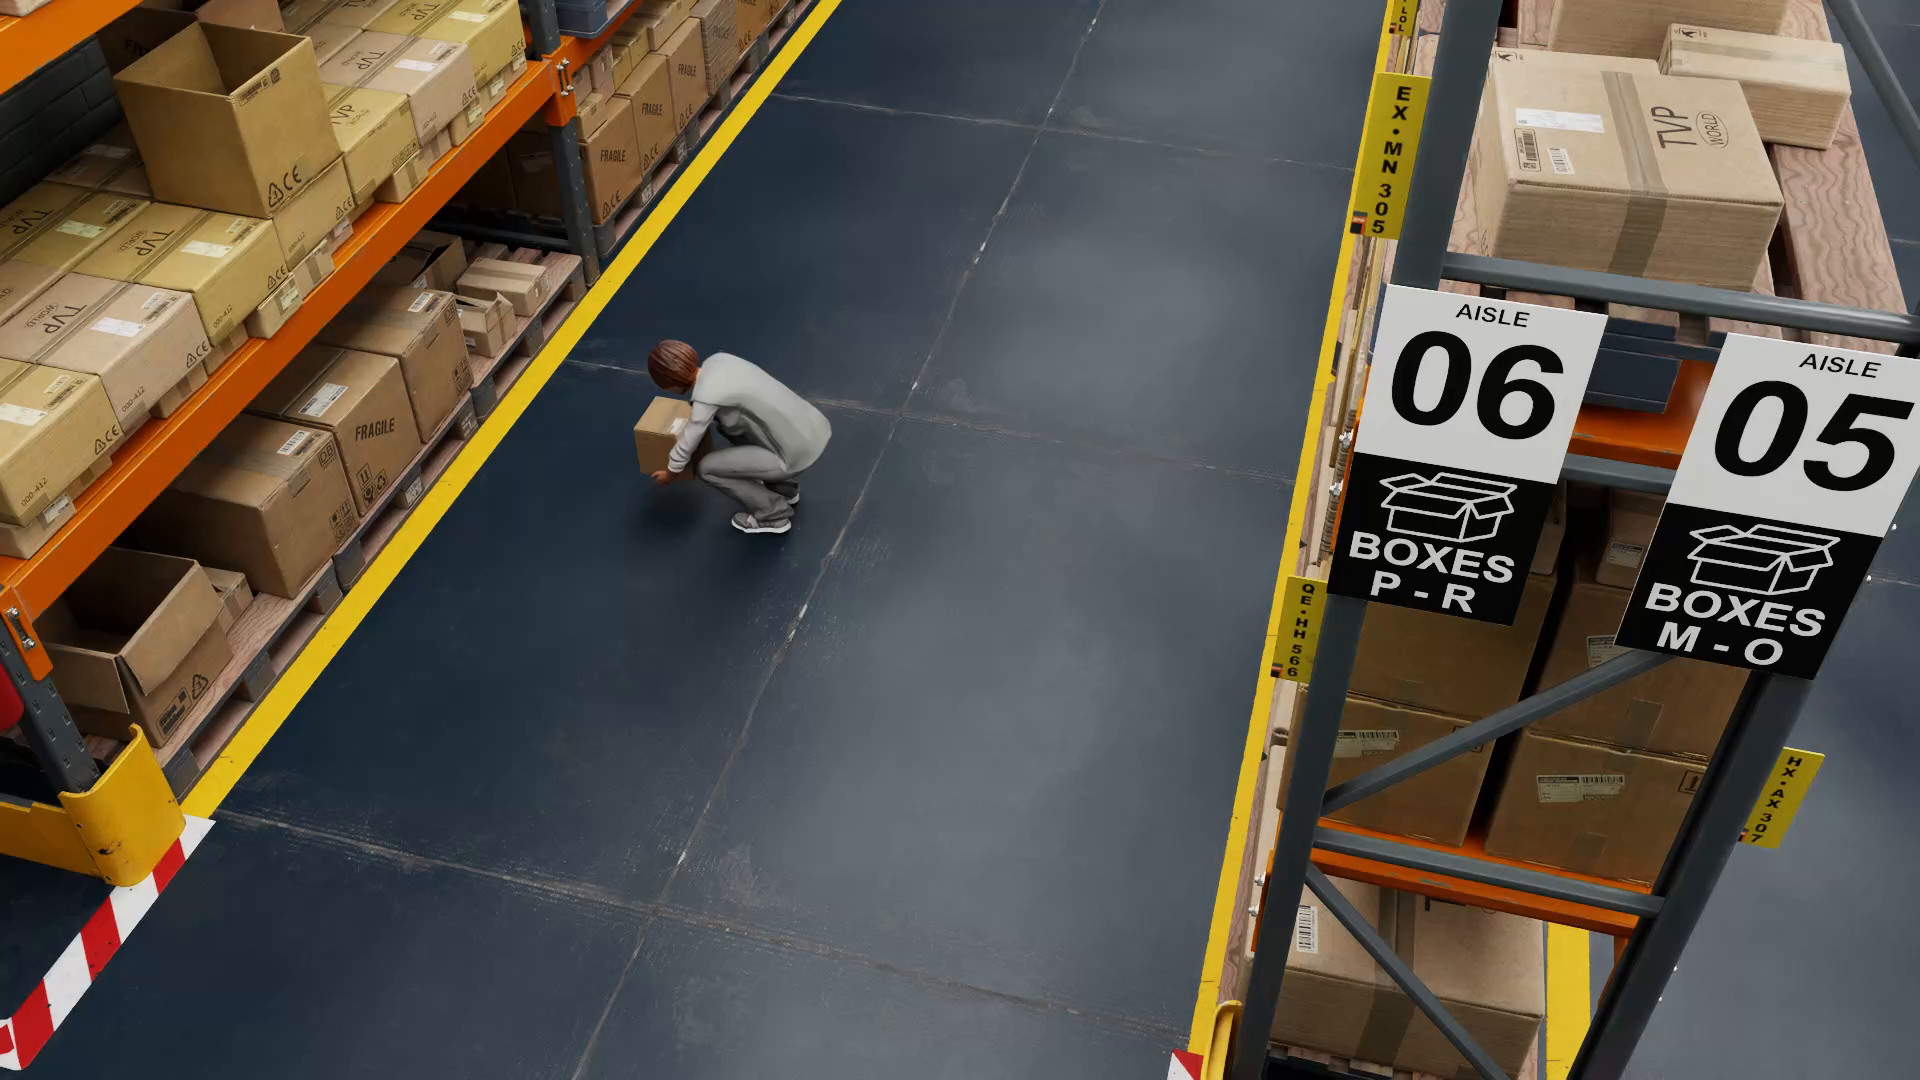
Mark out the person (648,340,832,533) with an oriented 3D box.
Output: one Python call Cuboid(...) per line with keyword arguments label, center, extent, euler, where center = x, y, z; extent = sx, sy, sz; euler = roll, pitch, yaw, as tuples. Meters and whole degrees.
Cuboid(label="person", center=(-0.959, -0.458, 7.223), extent=(0.792, 0.884, 0.458), euler=(10, 43, 11))
